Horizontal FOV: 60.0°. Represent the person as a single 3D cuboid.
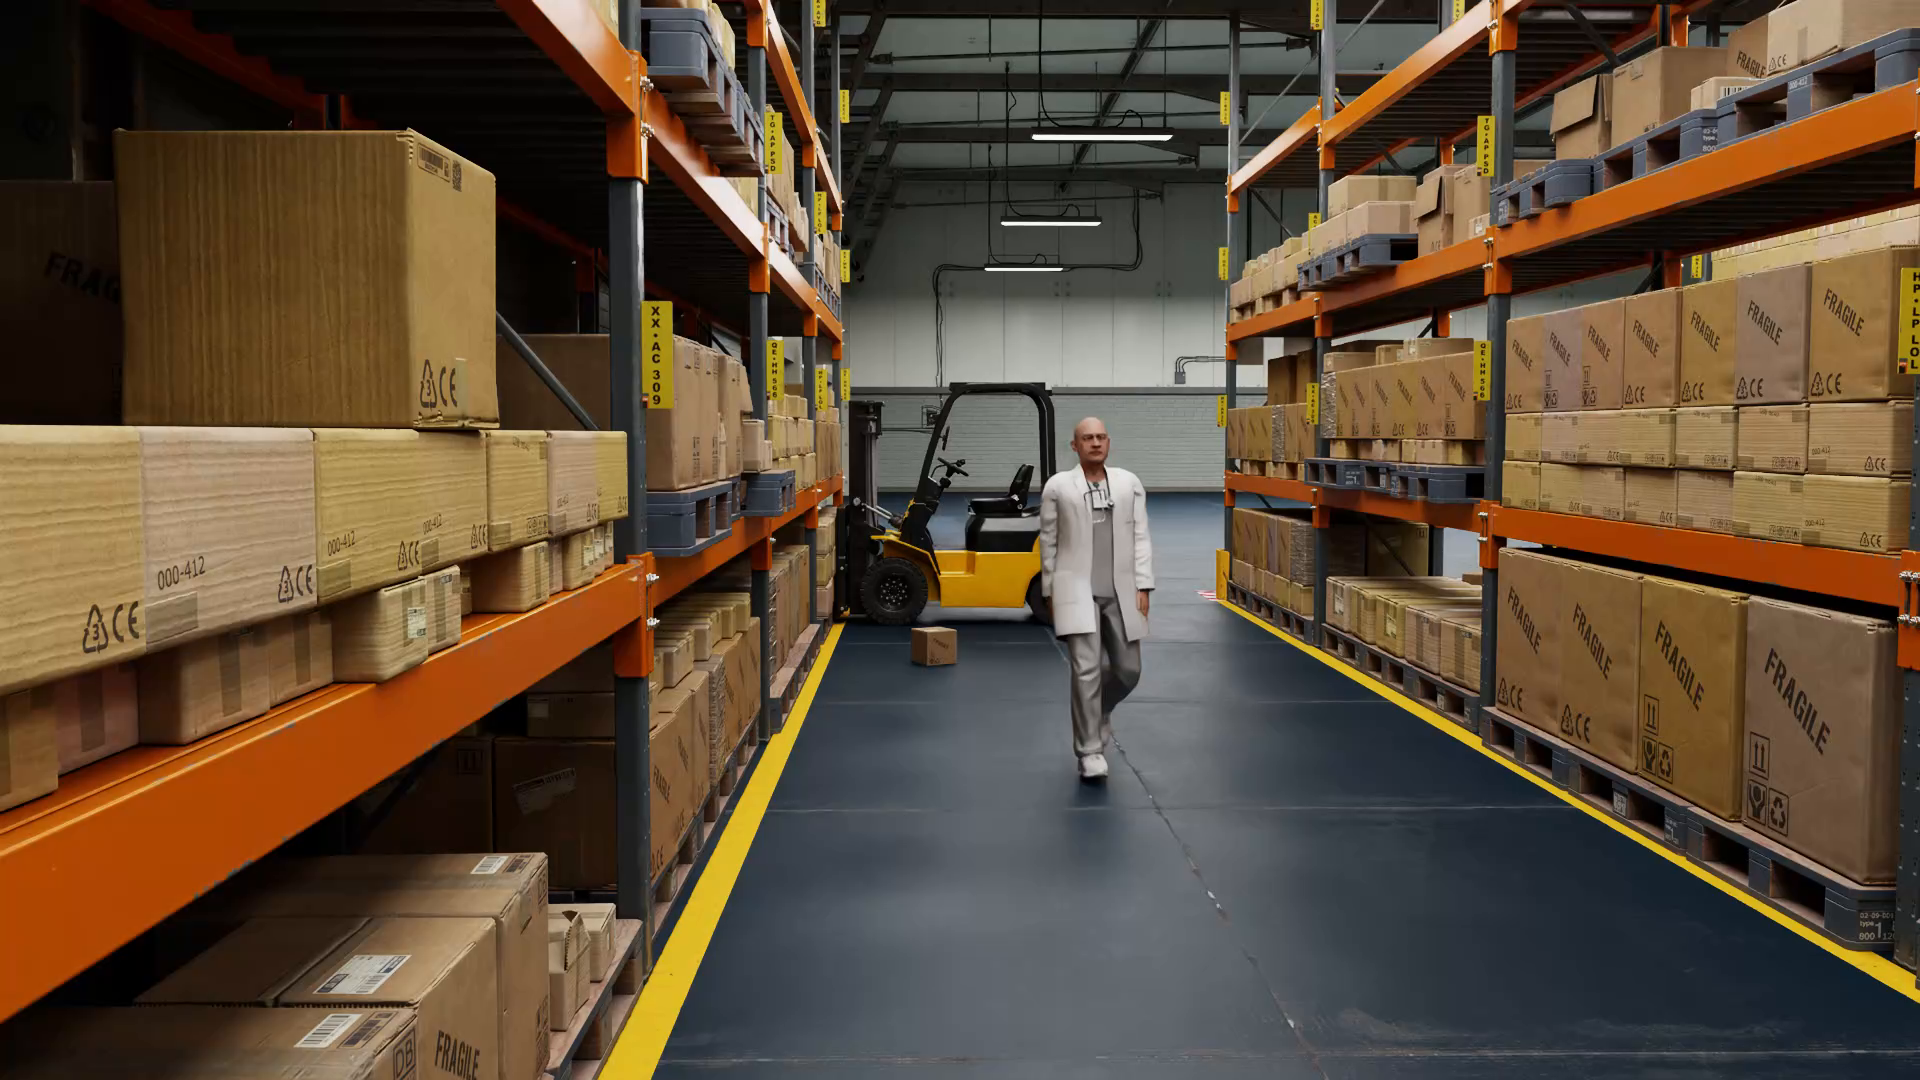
[{"bbox_3d":[0.684,0.263,8.350,0.568,1.753,0.832,-1,4,-10],"label":"person"}]
